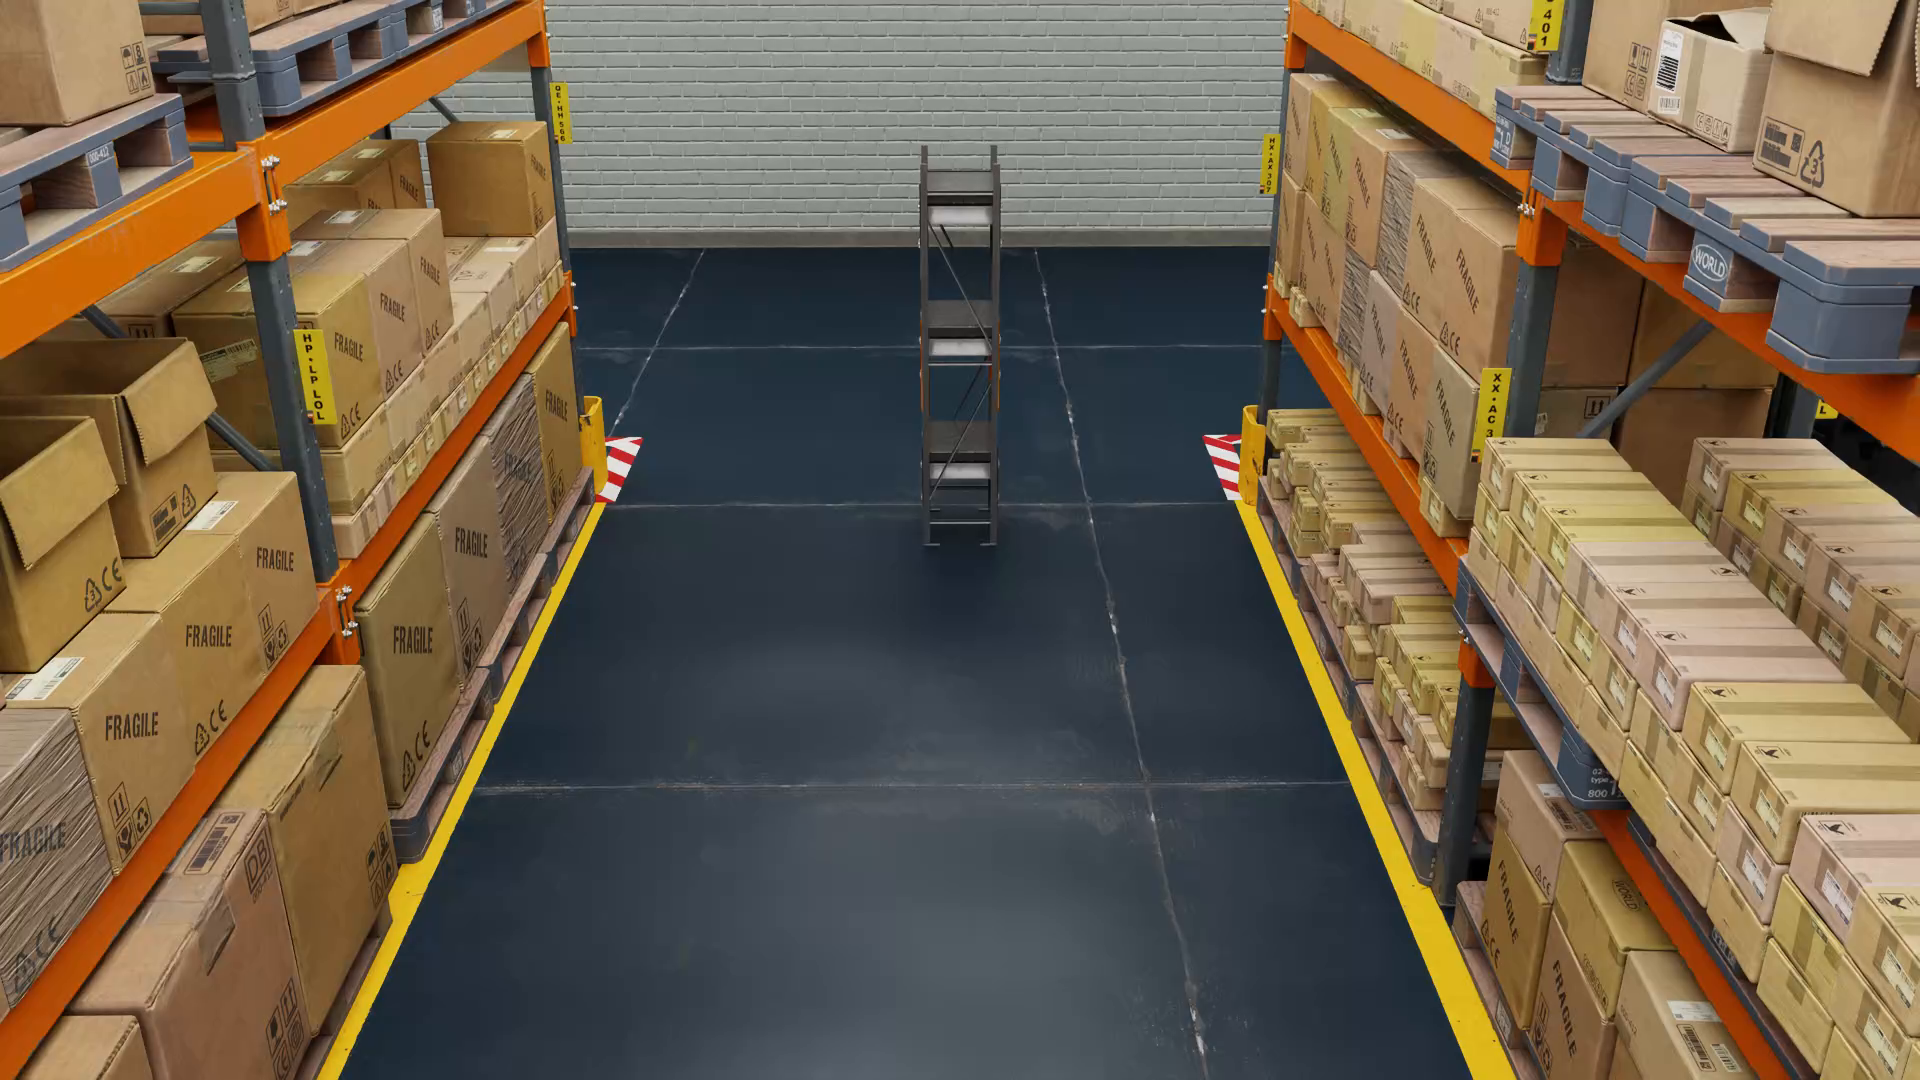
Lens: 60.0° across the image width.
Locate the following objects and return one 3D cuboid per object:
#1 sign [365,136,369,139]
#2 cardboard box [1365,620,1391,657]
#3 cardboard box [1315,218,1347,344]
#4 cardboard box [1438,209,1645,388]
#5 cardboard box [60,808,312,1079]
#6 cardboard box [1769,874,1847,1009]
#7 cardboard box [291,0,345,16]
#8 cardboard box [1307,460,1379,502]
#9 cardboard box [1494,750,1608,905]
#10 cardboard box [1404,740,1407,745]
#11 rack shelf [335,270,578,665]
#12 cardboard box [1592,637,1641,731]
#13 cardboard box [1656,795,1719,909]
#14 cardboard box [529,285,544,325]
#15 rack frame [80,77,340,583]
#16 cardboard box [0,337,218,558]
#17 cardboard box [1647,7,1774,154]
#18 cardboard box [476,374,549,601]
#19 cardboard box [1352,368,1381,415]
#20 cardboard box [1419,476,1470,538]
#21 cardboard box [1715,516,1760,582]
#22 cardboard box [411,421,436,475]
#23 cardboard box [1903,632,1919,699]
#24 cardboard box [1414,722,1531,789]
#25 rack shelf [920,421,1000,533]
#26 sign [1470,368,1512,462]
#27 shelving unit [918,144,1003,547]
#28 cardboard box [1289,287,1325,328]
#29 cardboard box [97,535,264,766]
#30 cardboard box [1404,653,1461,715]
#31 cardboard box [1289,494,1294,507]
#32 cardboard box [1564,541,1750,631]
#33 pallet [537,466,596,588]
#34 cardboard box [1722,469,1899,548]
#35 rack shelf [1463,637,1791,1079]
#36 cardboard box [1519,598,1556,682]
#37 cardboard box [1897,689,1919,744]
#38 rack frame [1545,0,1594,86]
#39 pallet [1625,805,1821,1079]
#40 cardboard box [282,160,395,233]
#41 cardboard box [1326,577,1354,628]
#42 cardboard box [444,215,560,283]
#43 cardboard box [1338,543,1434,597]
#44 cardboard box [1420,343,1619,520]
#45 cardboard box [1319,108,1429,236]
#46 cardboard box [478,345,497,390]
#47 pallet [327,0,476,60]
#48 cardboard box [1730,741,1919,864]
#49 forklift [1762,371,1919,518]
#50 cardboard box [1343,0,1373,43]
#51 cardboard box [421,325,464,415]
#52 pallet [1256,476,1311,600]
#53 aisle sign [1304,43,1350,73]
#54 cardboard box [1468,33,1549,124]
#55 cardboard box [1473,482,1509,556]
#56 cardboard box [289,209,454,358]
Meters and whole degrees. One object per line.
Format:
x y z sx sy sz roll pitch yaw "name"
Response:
-3.270 -2.117 9.144 0.100 0.325 0.005 0 24 -1 "sign"
2.005 0.394 7.327 0.380 0.149 0.250 0 24 1 "cardboard box"
1.998 -1.240 7.868 0.500 0.500 0.500 0 24 0 "cardboard box"
2.014 -0.848 5.789 0.500 0.500 0.500 -1 24 -2 "cardboard box"
-2.634 1.370 4.649 1.225 0.875 0.875 -1 24 -2 "cardboard box"
1.859 0.791 3.294 0.380 0.149 0.250 0 24 -1 "cardboard box"
-2.742 -2.231 6.151 0.700 0.500 0.500 1 24 2 "cardboard box"
1.995 -0.294 8.488 0.380 0.149 0.250 -1 24 -3 "cardboard box"
2.033 0.893 5.250 0.500 0.250 0.500 -1 24 -3 "cardboard box"
2.025 0.821 6.744 0.380 0.149 0.250 0 24 1 "cardboard box"
-2.693 -0.534 7.665 1.077 0.370 4.000 0 24 -1 "rack shelf"
1.850 0.365 4.238 0.380 0.149 0.250 1 24 2 "cardboard box"
1.853 0.711 3.834 0.380 0.149 0.250 -1 24 -3 "cardboard box"
-2.376 -1.216 8.603 0.380 0.149 0.250 0 24 0 "cardboard box"
-2.672 -0.038 5.694 1.000 3.000 0.127 0 24 -1 "rack frame"
-2.656 -0.278 4.885 0.797 0.503 0.637 -1 24 -2 "cardboard box"
2.089 -1.173 4.161 0.500 0.311 0.500 -1 24 -1 "cardboard box"
-2.618 -0.271 8.279 0.875 0.875 0.875 0 24 -1 "cardboard box"
1.963 -0.665 7.385 0.380 0.149 0.250 0 24 0 "cardboard box"
1.940 -0.127 6.195 0.380 0.149 0.250 -1 24 -2 "cardboard box"
2.495 0.040 4.955 0.380 0.149 0.250 0 24 0 "cardboard box"
-2.353 -0.372 6.738 0.380 0.149 0.250 -1 24 -2 "cardboard box"
2.502 0.335 3.943 0.380 0.149 0.250 -1 24 -3 "cardboard box"
1.968 0.825 6.375 0.380 0.149 0.250 0 24 0 "cardboard box"
-0.002 -0.375 9.262 0.431 0.518 0.480 0 24 -1 "rack shelf"
1.747 -0.408 5.461 0.100 0.325 0.005 0 24 -1 "sign"
-0.002 -1.025 8.968 0.431 2.100 0.503 0 24 -1 "shelving unit"
1.915 -1.202 8.572 0.380 0.149 0.250 -1 24 -2 "cardboard box"
-2.395 0.312 4.799 0.500 0.500 0.500 0 24 1 "cardboard box"
1.983 0.567 6.584 0.380 0.149 0.250 0 24 0 "cardboard box"
2.016 -0.235 9.079 0.380 0.149 0.250 0 24 -1 "cardboard box"
1.843 0.121 4.416 0.380 0.149 0.250 -1 24 -1 "cardboard box"
-2.628 -0.087 9.186 1.003 0.211 1.213 0 24 -1 "pallet"
2.493 -0.091 4.886 0.380 0.149 0.250 -1 24 -2 "cardboard box"
2.311 1.133 3.978 1.077 0.370 4.000 0 24 -1 "rack shelf"
1.841 0.286 4.773 0.380 0.149 0.250 0 24 0 "cardboard box"
2.509 0.475 3.994 0.380 0.149 0.250 0 24 0 "cardboard box"
2.289 -2.752 4.415 1.000 3.000 0.127 0 24 -1 "rack frame"
2.270 0.901 3.850 1.003 0.211 1.213 0 24 -1 "pallet"
-2.963 -1.477 7.786 0.500 0.500 0.500 -1 24 -2 "cardboard box"
1.961 0.295 7.907 0.380 0.149 0.250 0 24 -1 "cardboard box"
-2.445 -1.555 8.869 0.500 0.250 0.500 -1 24 -1 "cardboard box"
1.937 0.135 7.539 0.380 0.149 0.250 -1 24 -2 "cardboard box"
2.001 -0.398 6.007 0.500 0.500 0.500 0 24 0 "cardboard box"
1.980 -1.695 7.662 0.500 0.500 0.500 -1 24 -2 "cardboard box"
-2.366 -0.797 7.677 0.380 0.149 0.250 0 24 0 "cardboard box"
-2.680 -2.203 6.949 1.003 0.211 1.213 0 24 -1 "pallet"
1.857 0.549 3.470 0.380 0.149 0.250 1 24 2 "cardboard box"
4.869 -1.273 8.508 1.130 2.935 3.031 -5 25 -10 "forklift"
2.015 -2.350 7.348 0.500 0.250 0.500 -1 24 -2 "cardboard box"
-2.427 -0.718 7.020 0.500 0.250 0.500 0 24 1 "cardboard box"
2.220 -0.030 9.061 1.003 0.211 1.213 0 24 -1 "pallet"
1.945 -2.880 8.824 0.394 0.787 0.004 0 24 -1 "aisle sign"
2.014 -1.518 5.509 0.500 0.250 0.500 0 24 1 "cardboard box"
1.834 -0.067 5.192 0.380 0.149 0.250 0 24 0 "cardboard box"
-2.429 -1.063 6.871 0.500 0.500 0.500 -1 24 -2 "cardboard box"
